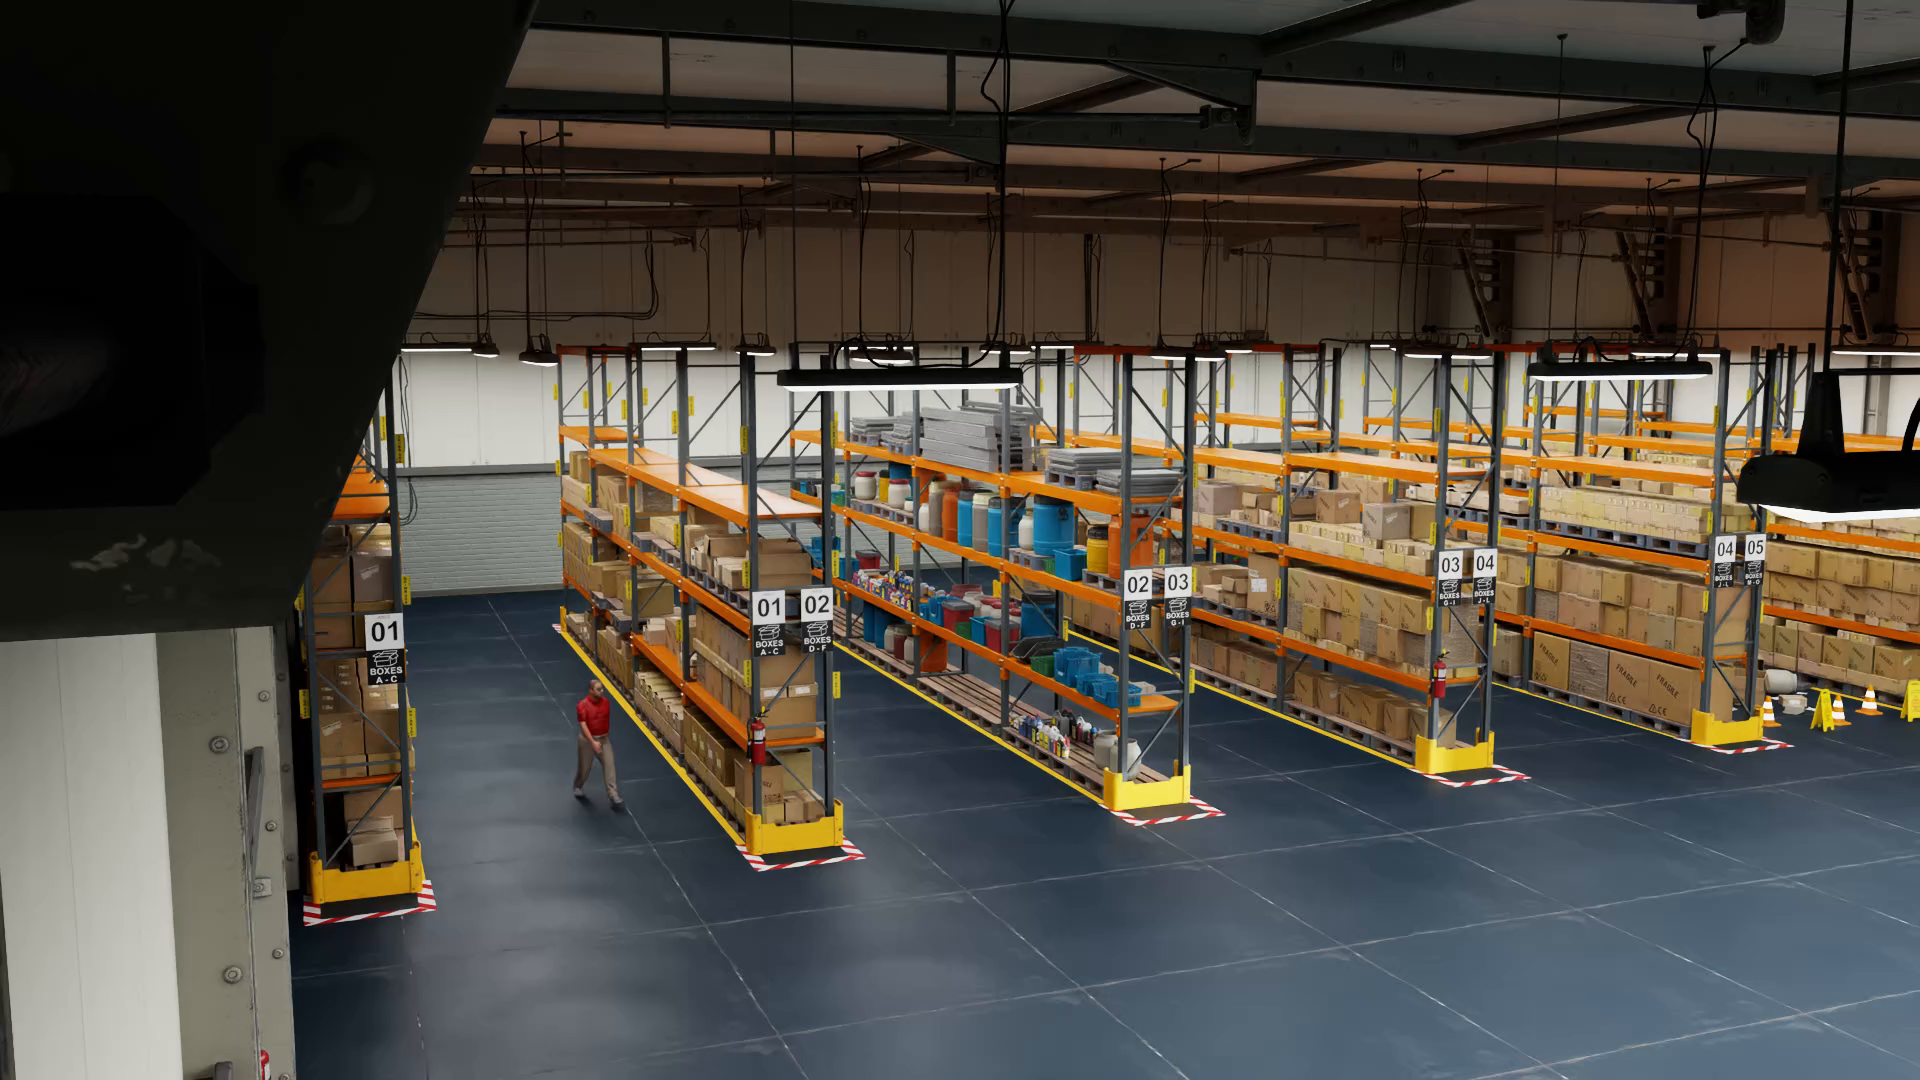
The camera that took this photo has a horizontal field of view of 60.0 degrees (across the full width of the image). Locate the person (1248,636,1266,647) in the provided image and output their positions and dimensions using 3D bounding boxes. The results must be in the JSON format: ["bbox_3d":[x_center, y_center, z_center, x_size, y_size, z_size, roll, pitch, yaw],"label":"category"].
[{"bbox_3d":[5.839,1.367,32.165,0.579,1.718,1.103,-3,8,-20],"label":"person"}]

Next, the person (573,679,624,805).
[{"bbox_3d":[-4.836,2.688,22.207,0.514,1.646,1.117,-6,9,-39],"label":"person"}]

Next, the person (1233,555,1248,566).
[{"bbox_3d":[7.339,-0.052,43.413,1.034,1.754,0.534,-4,8,-27],"label":"person"}]
